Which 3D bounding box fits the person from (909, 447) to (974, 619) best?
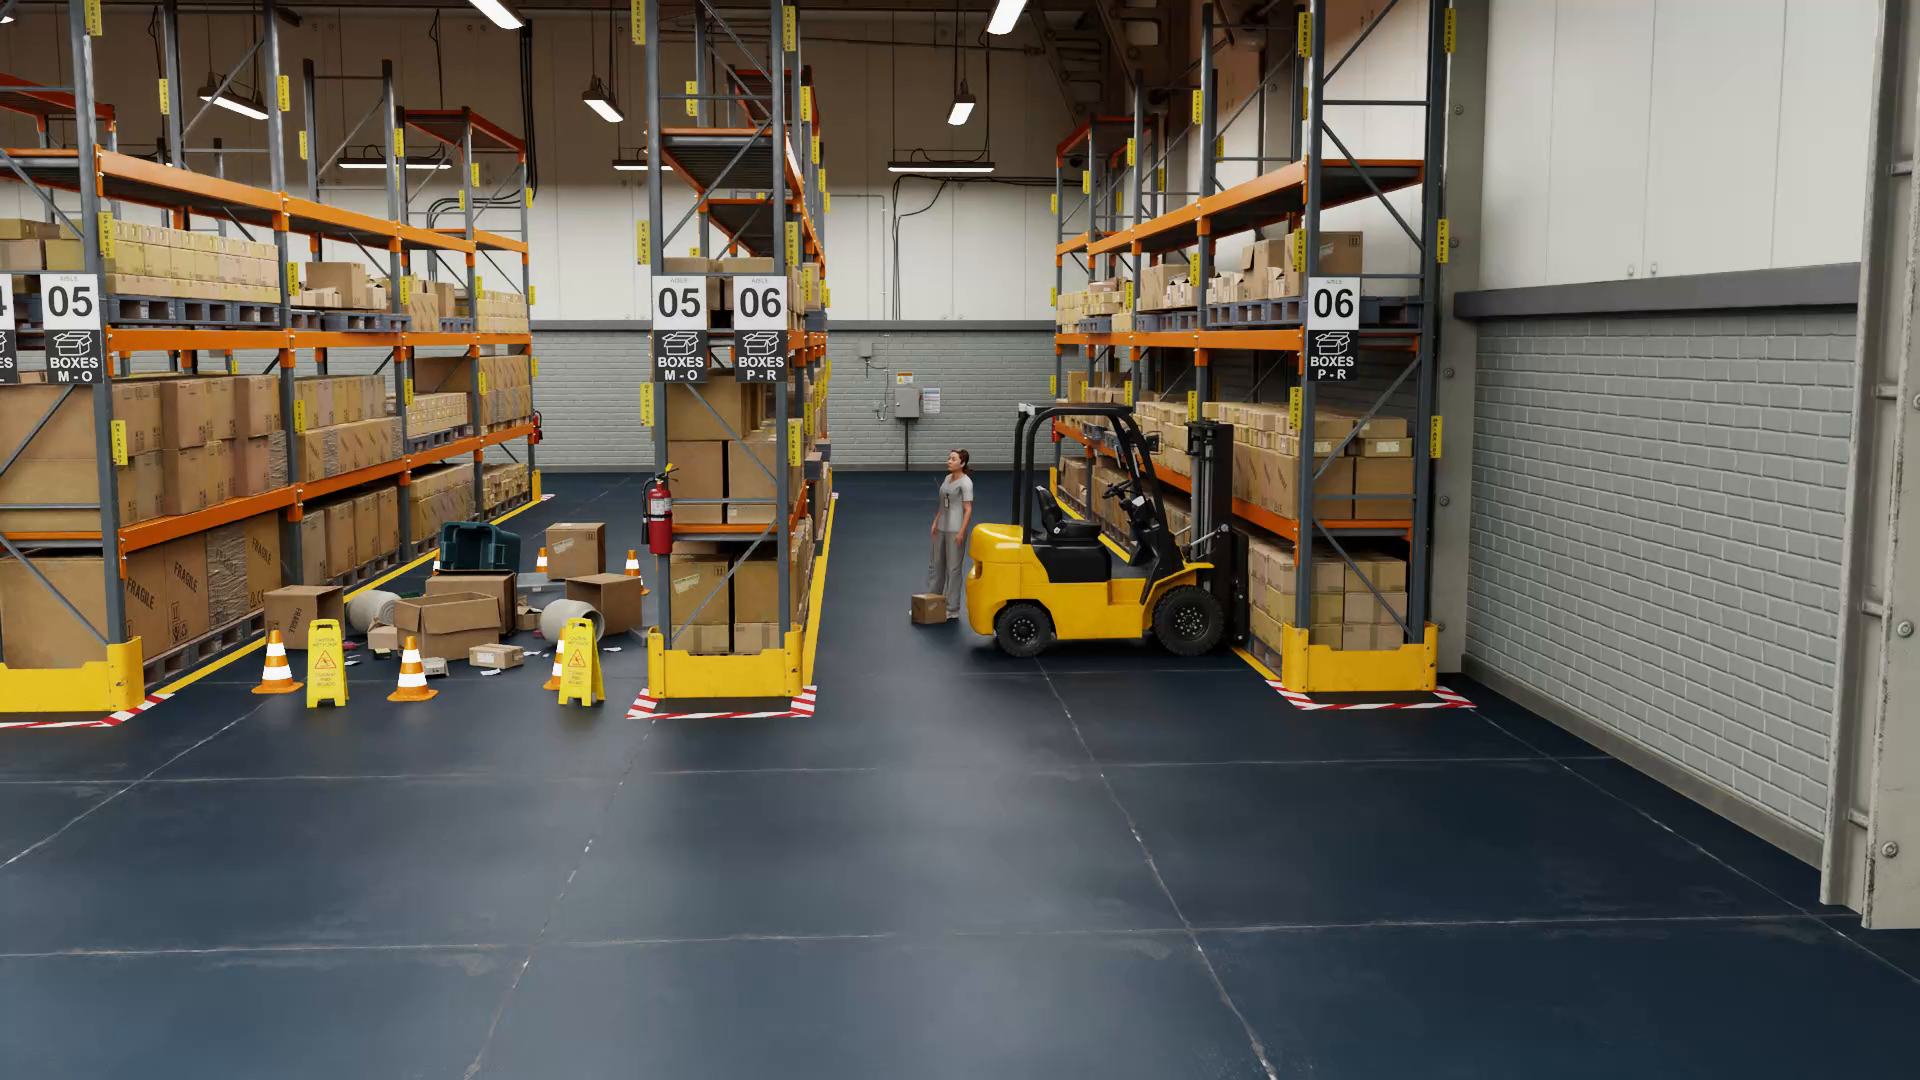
[{"bbox_3d":[-0.141,-0.065,16.219,0.549,1.675,0.550,-4,8,-33],"label":"person"}]
